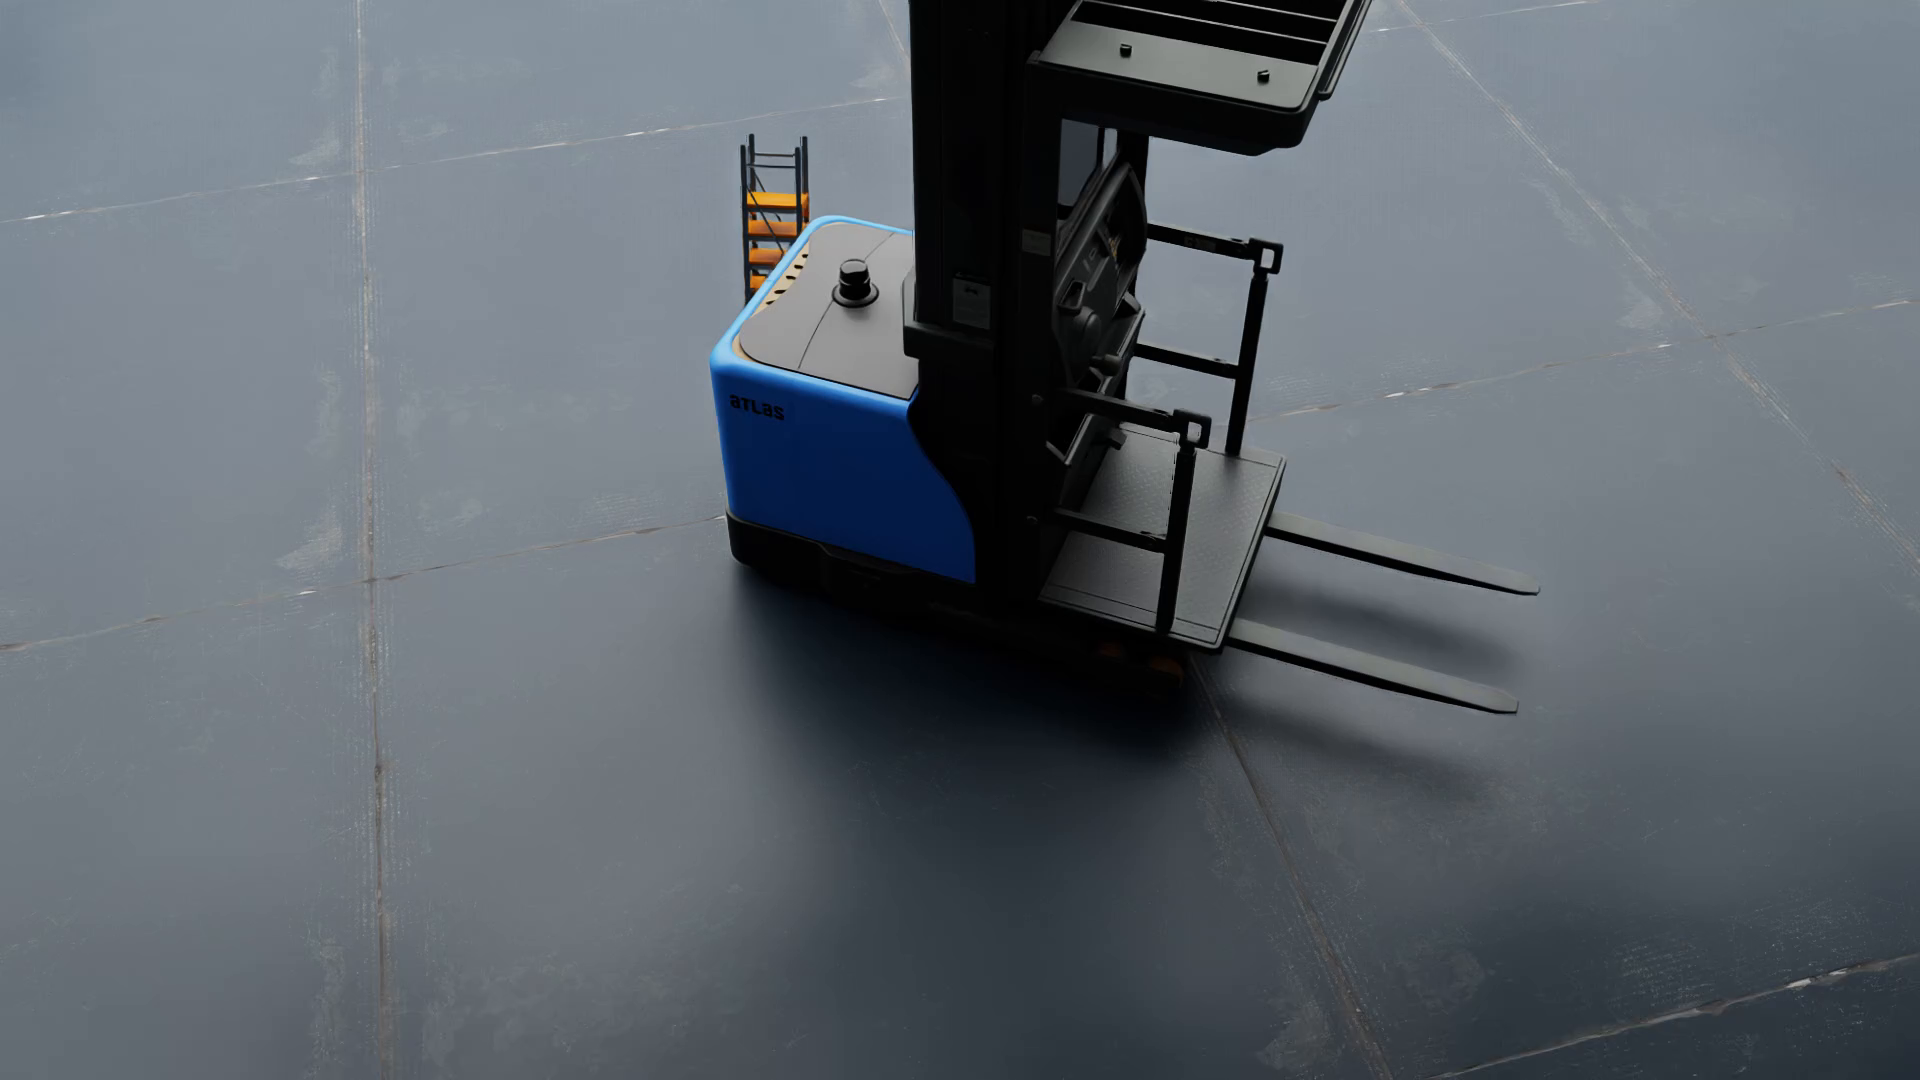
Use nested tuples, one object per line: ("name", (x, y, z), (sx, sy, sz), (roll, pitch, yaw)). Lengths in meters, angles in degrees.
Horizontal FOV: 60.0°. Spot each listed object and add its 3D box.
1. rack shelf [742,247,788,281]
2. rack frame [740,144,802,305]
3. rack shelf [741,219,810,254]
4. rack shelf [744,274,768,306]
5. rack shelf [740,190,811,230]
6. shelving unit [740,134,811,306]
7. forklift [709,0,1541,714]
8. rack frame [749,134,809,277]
("rack shelf", (-0.760, -1.140, 6.926), (0.258, 0.103, 0.180), (3, 27, 3))
("rack frame", (-0.769, -1.031, 6.879), (0.240, 1.200, 0.006), (3, 27, 3))
("rack shelf", (-0.757, -1.247, 6.872), (0.258, 0.103, 0.180), (3, 27, 3))
("rack shelf", (-0.763, -1.033, 6.980), (0.258, 0.103, 0.180), (3, 27, 3))
("rack shelf", (-0.754, -1.354, 6.817), (0.258, 0.103, 0.180), (3, 27, 3))
("shelving unit", (-0.762, -1.072, 6.960), (0.258, 1.200, 0.189), (3, 27, 3))
("forklift", (0.659, -0.869, 5.550), (3.031, 2.935, 1.130), (15, 48, 14))
("rack frame", (-0.755, -1.113, 7.042), (0.240, 1.200, 0.006), (3, 27, 3))
